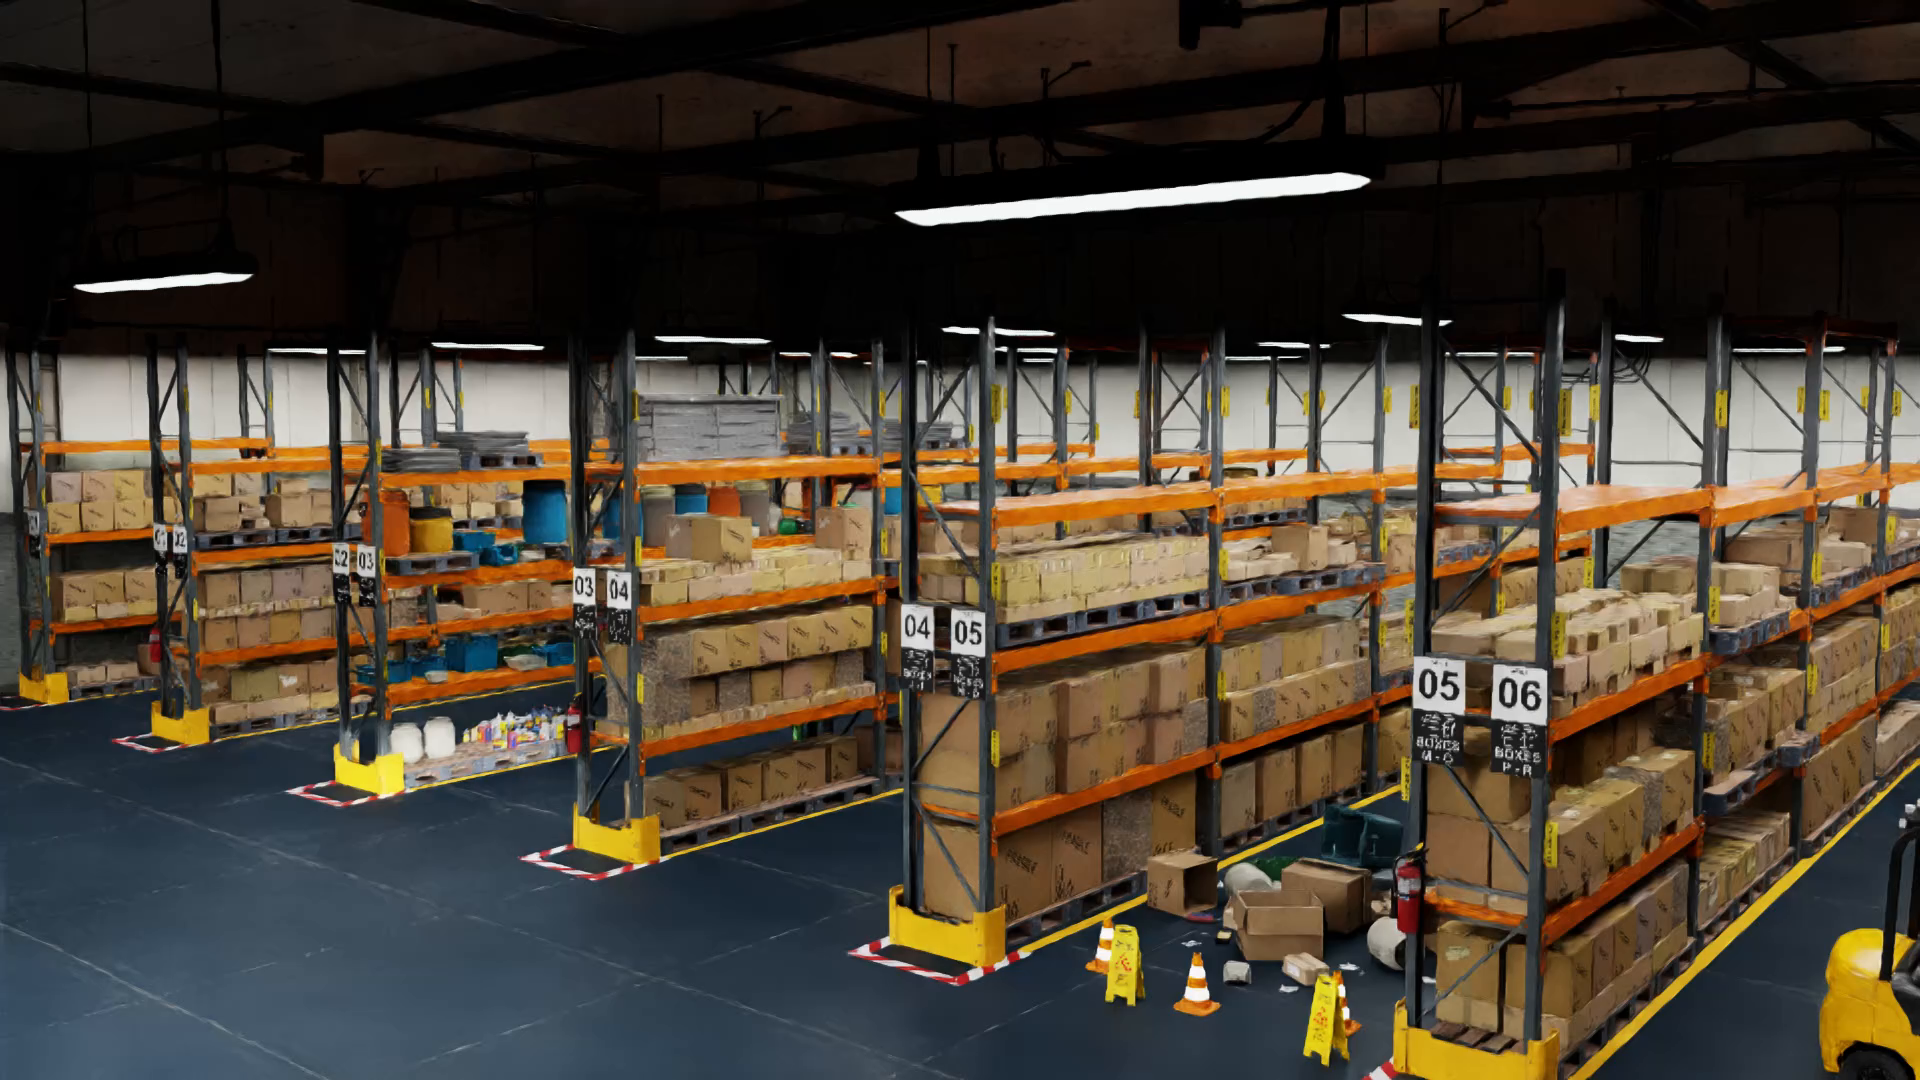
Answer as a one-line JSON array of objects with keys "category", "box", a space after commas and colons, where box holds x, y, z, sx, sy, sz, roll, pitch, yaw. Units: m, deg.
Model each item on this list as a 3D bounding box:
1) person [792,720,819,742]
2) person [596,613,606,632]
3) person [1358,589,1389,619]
[{"category": "person", "box": [-2.190, 2.192, 22.974, 0.606, 1.786, 0.494, -2, 6, -22]}, {"category": "person", "box": [-7.183, 1.475, 32.835, 0.592, 1.495, 0.518, 4, 6, 37]}, {"category": "person", "box": [8.130, 1.422, 32.607, 0.624, 1.604, 0.808, 2, 5, 21]}]
